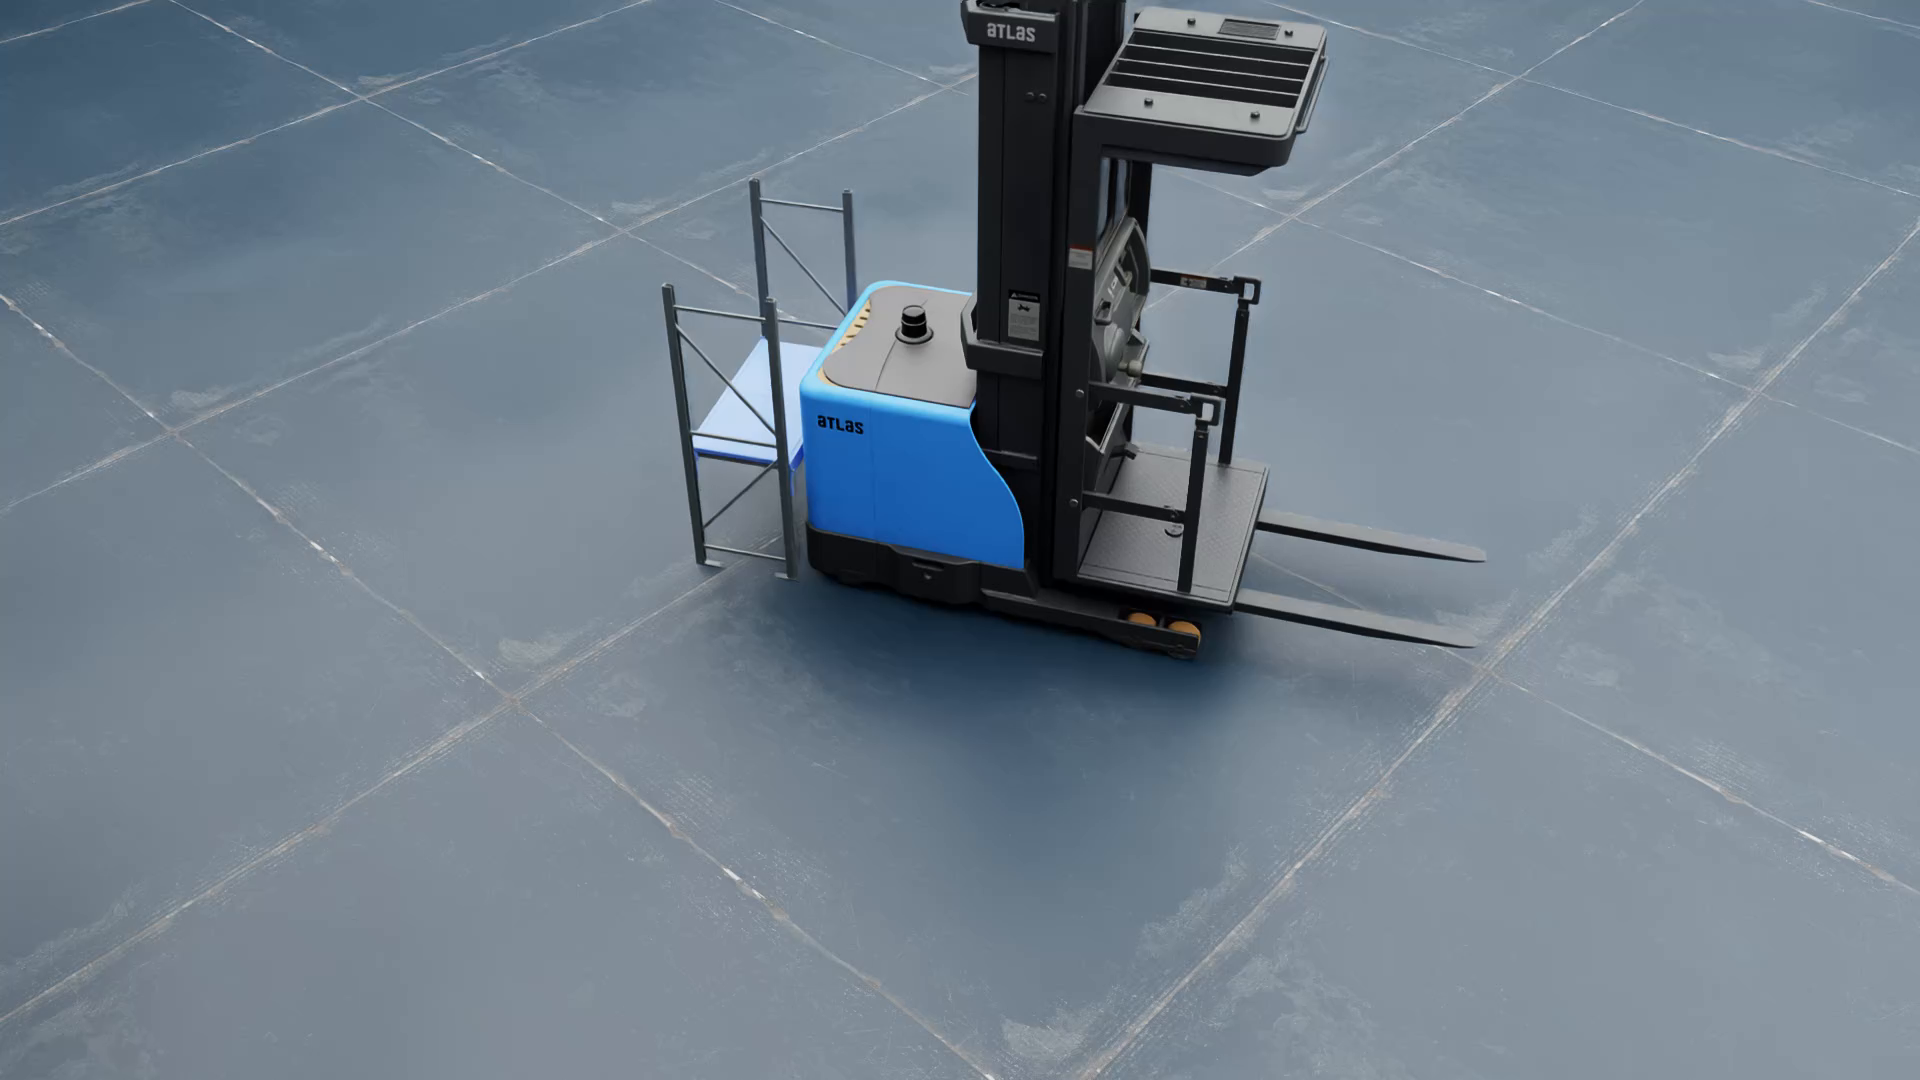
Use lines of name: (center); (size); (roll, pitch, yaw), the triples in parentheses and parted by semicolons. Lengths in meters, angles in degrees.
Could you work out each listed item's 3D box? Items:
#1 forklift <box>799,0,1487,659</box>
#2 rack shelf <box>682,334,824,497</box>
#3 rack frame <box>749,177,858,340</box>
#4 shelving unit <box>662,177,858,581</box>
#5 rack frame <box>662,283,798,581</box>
forklift: (0.863, -0.993, 6.928); (3.031, 2.935, 1.130); (11, 40, 13)
rack shelf: (-0.871, -0.608, 7.882); (0.538, 0.185, 1.000); (10, 39, 12)
rack frame: (-0.737, -1.054, 8.154); (0.500, 1.500, 0.032); (10, 39, 12)
shelving unit: (-0.871, -0.749, 7.770); (0.538, 1.500, 1.048); (10, 39, 12)
rack frame: (-1.005, -0.443, 7.386); (0.500, 1.500, 0.032); (10, 39, 12)
